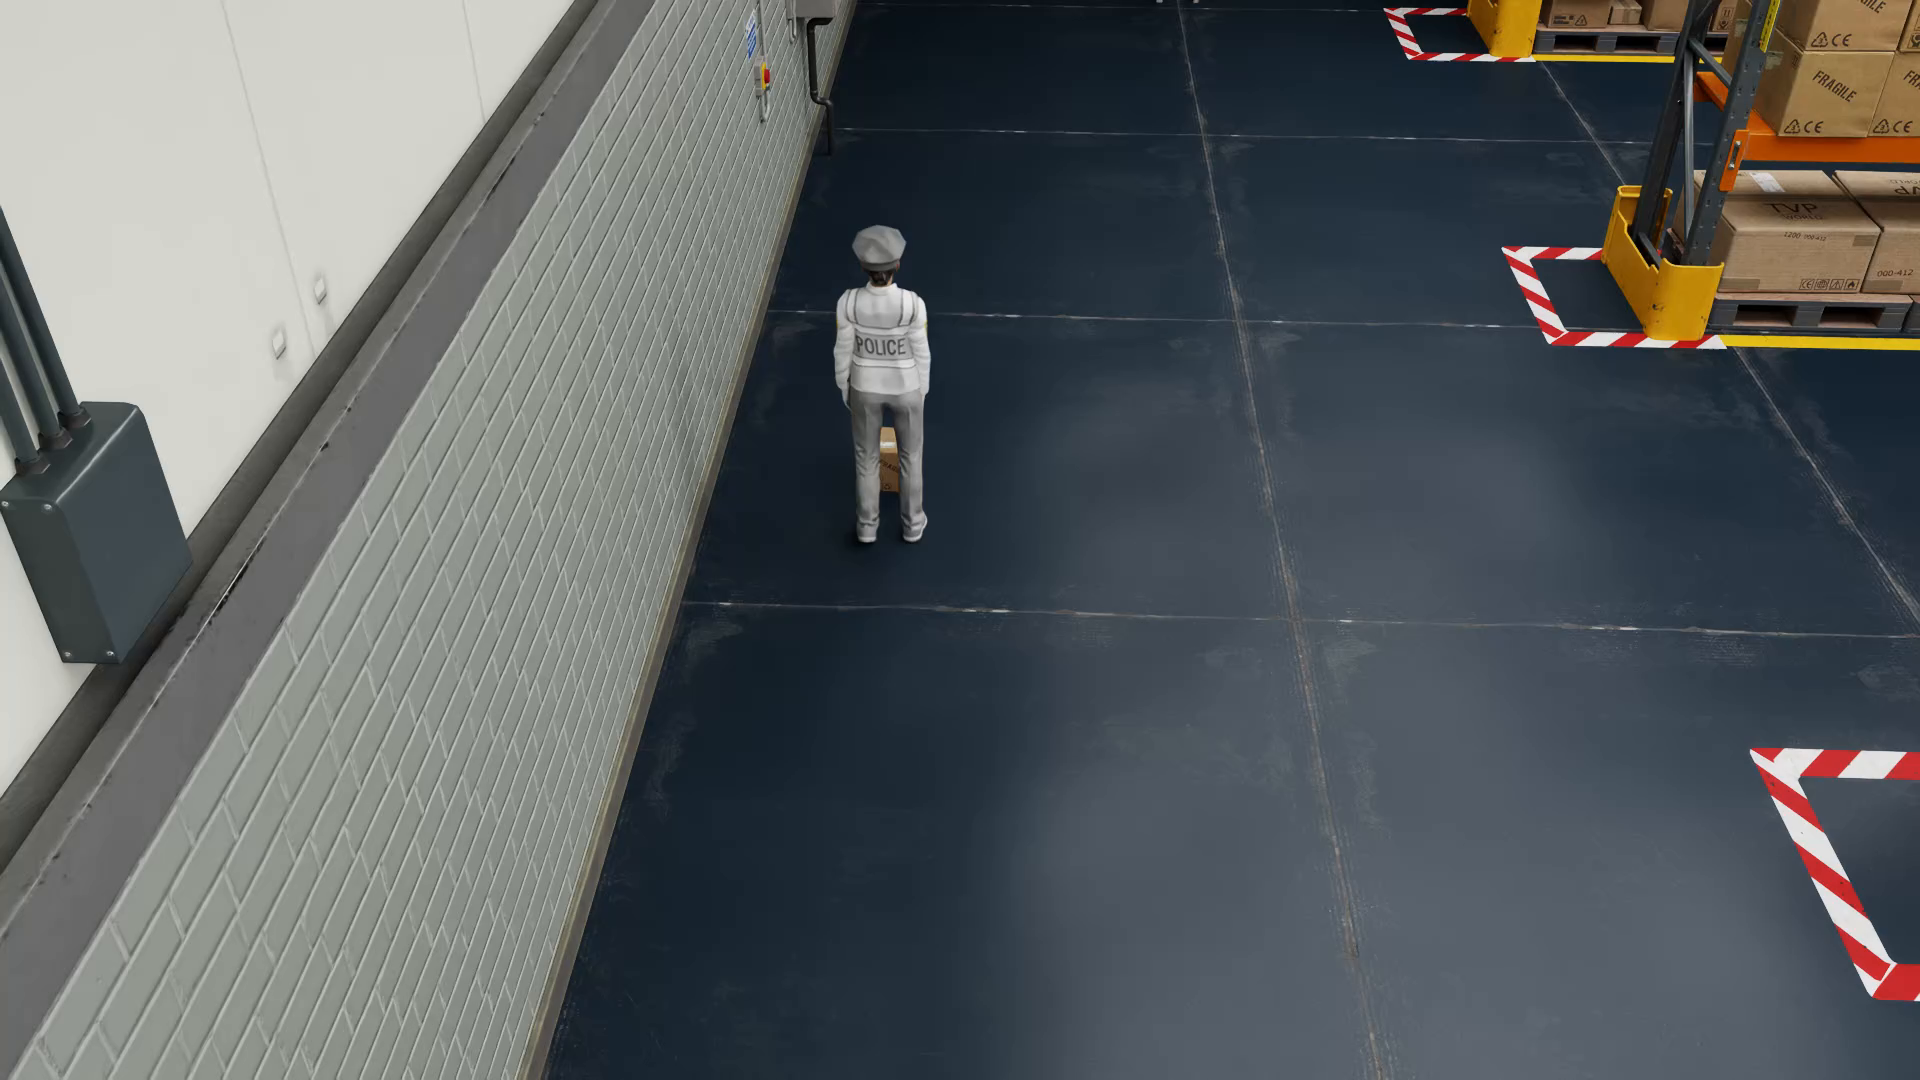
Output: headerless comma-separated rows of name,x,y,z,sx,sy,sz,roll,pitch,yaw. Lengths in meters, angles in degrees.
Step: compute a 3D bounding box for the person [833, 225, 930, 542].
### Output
person,-0.372,-0.728,8.132,0.467,1.703,0.338,2,36,3
